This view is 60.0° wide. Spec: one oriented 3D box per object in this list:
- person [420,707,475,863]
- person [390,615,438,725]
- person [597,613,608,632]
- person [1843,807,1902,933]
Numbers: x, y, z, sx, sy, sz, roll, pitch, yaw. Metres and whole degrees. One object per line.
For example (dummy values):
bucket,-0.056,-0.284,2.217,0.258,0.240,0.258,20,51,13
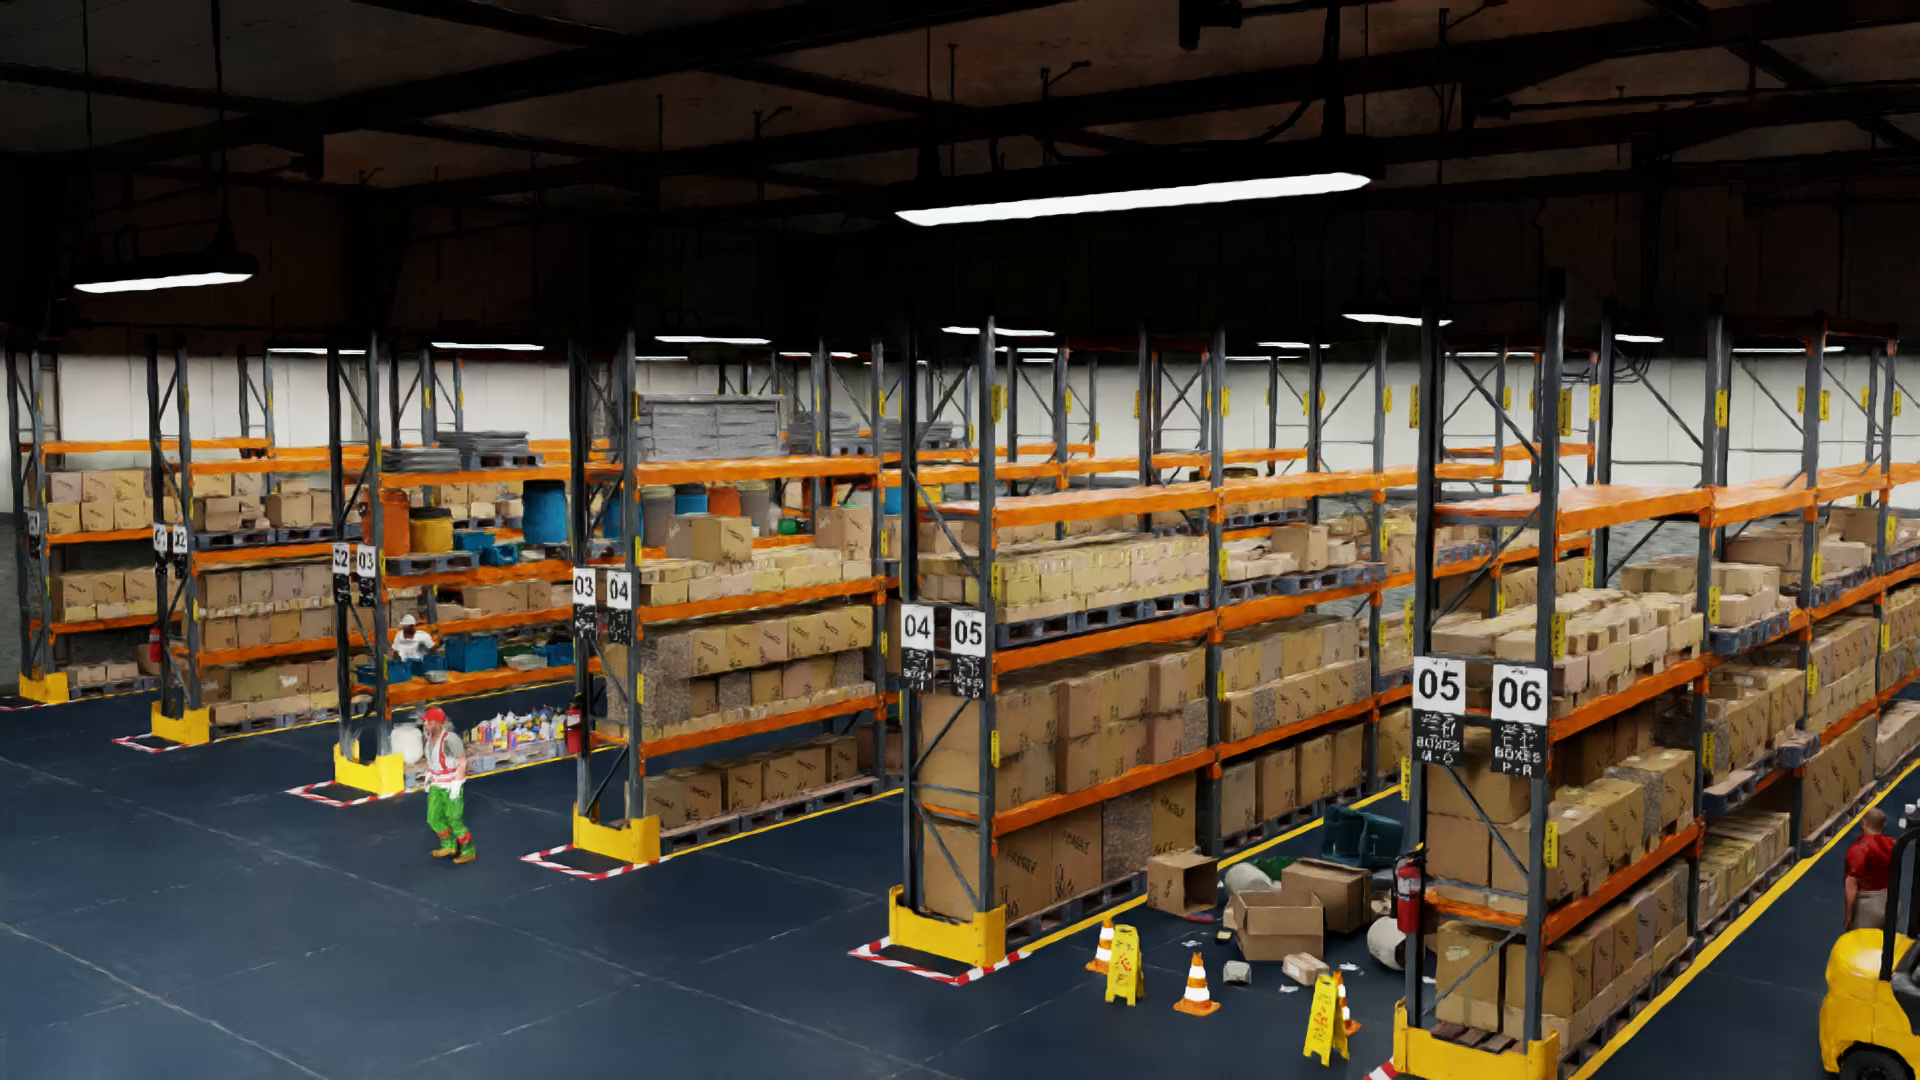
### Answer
person,-5.632,2.671,18.183,0.677,1.742,0.547,4,7,38
person,-8.457,1.987,25.796,0.704,1.696,0.814,2,5,20
person,-7.457,1.136,35.139,0.571,1.700,1.114,4,6,37
person,7.490,3.056,13.782,0.588,1.731,0.491,-2,6,-21
